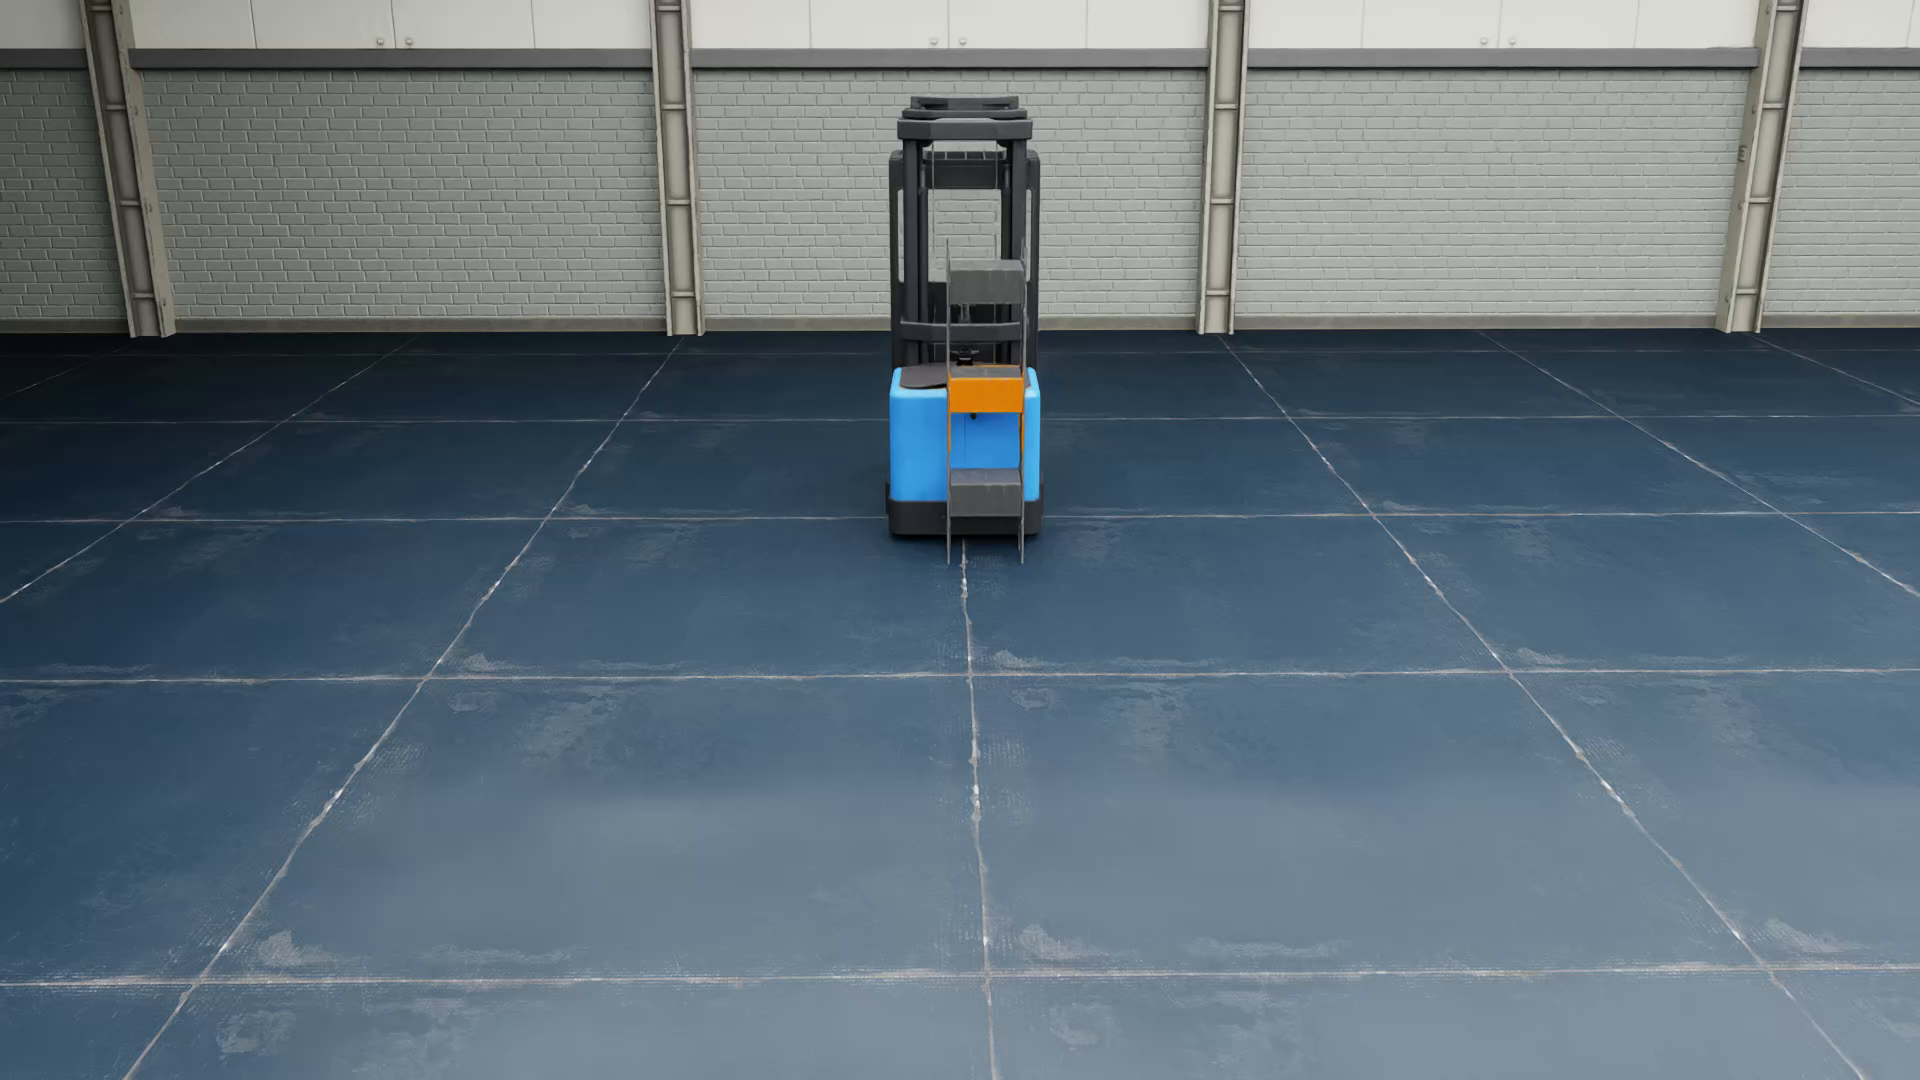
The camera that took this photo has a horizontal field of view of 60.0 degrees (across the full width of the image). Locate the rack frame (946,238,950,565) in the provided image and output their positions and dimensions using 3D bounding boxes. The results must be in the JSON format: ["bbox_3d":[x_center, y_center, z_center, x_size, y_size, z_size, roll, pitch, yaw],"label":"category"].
[{"bbox_3d":[-0.078,-0.892,10.891,0.015,2.100,0.400,0,18,-1],"label":"rack frame"}]

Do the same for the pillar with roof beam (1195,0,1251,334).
[{"bbox_3d":[2.964,-5.345,13.479,0.400,9.000,9.100,0,18,-1],"label":"pillar with roof beam"}]

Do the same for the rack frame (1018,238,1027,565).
[{"bbox_3d":[0.410,-0.894,10.898,0.015,2.100,0.400,0,18,-1],"label":"rack frame"}]

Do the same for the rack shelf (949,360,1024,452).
[{"bbox_3d":[0.166,-0.880,10.899,0.480,0.518,0.431,0,18,-1],"label":"rack shelf"}]

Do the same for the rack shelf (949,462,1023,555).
[{"bbox_3d":[0.166,-0.214,11.113,0.480,0.518,0.431,0,18,-1],"label":"rack shelf"}]

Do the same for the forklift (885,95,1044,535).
[{"bbox_3d":[0.032,-1.825,12.438,1.130,2.935,3.031,0,18,0],"label":"forklift"}]

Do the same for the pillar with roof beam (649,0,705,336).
[{"bbox_3d":[-3.035,-5.317,13.389,0.400,9.000,9.100,0,18,-1],"label":"pillar with roof beam"}]

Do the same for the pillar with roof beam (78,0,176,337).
[{"bbox_3d":[-9.034,-5.288,13.299,0.400,9.000,9.100,0,18,-1],"label":"pillar with roof beam"}]

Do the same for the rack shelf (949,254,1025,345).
[{"bbox_3d":[0.166,-1.547,10.685,0.480,0.518,0.431,0,18,-1],"label":"rack shelf"}]

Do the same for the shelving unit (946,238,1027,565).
[{"bbox_3d":[0.166,-0.893,10.895,0.503,2.100,0.431,0,18,-1],"label":"shelving unit"}]

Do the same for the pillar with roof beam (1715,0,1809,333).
[{"bbox_3d":[8.963,-5.374,13.569,0.400,9.000,9.100,0,18,-1],"label":"pillar with roof beam"}]
